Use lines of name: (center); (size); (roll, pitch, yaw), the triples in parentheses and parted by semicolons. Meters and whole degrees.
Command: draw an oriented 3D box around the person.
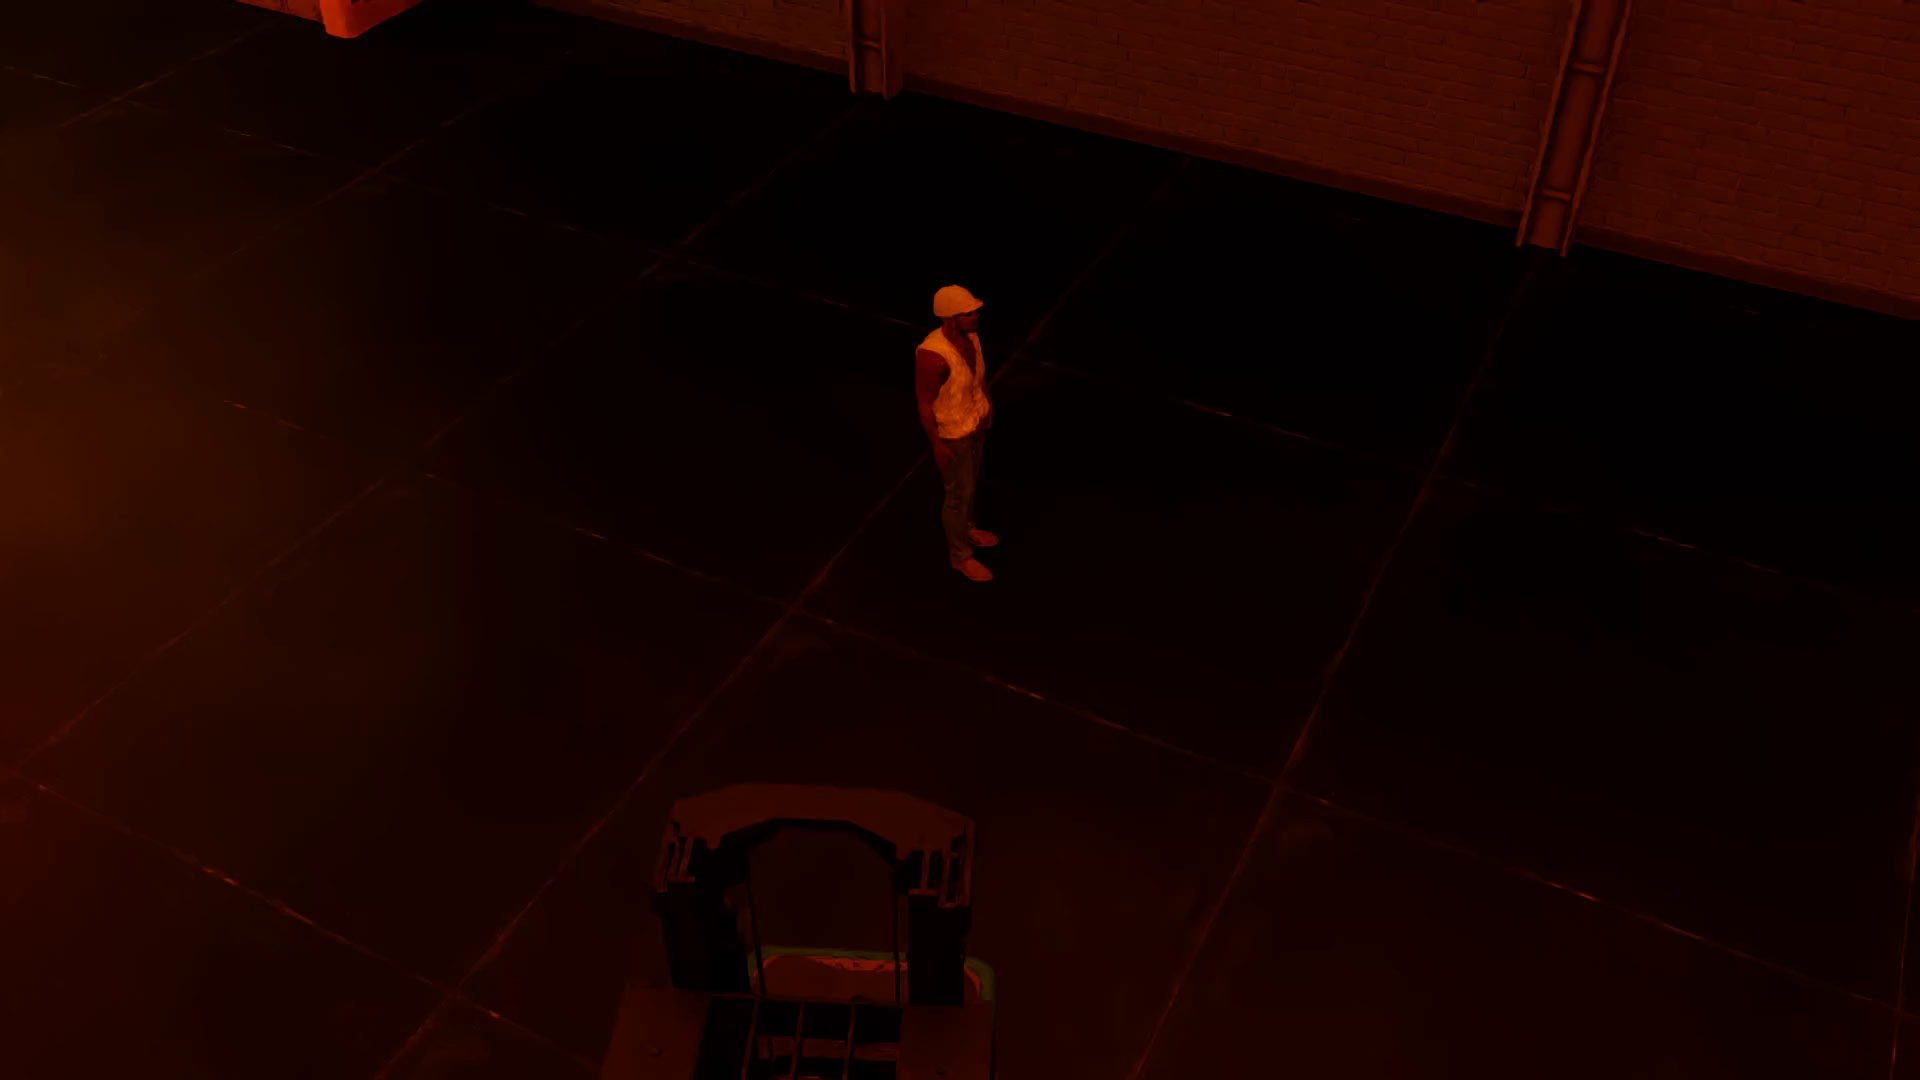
person: (0.060, -0.655, 9.662); (0.575, 1.760, 0.665); (18, 43, 21)

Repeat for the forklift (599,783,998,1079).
forklift: (-0.461, 2.291, 5.266); (1.130, 2.935, 3.031); (3, 40, 3)
